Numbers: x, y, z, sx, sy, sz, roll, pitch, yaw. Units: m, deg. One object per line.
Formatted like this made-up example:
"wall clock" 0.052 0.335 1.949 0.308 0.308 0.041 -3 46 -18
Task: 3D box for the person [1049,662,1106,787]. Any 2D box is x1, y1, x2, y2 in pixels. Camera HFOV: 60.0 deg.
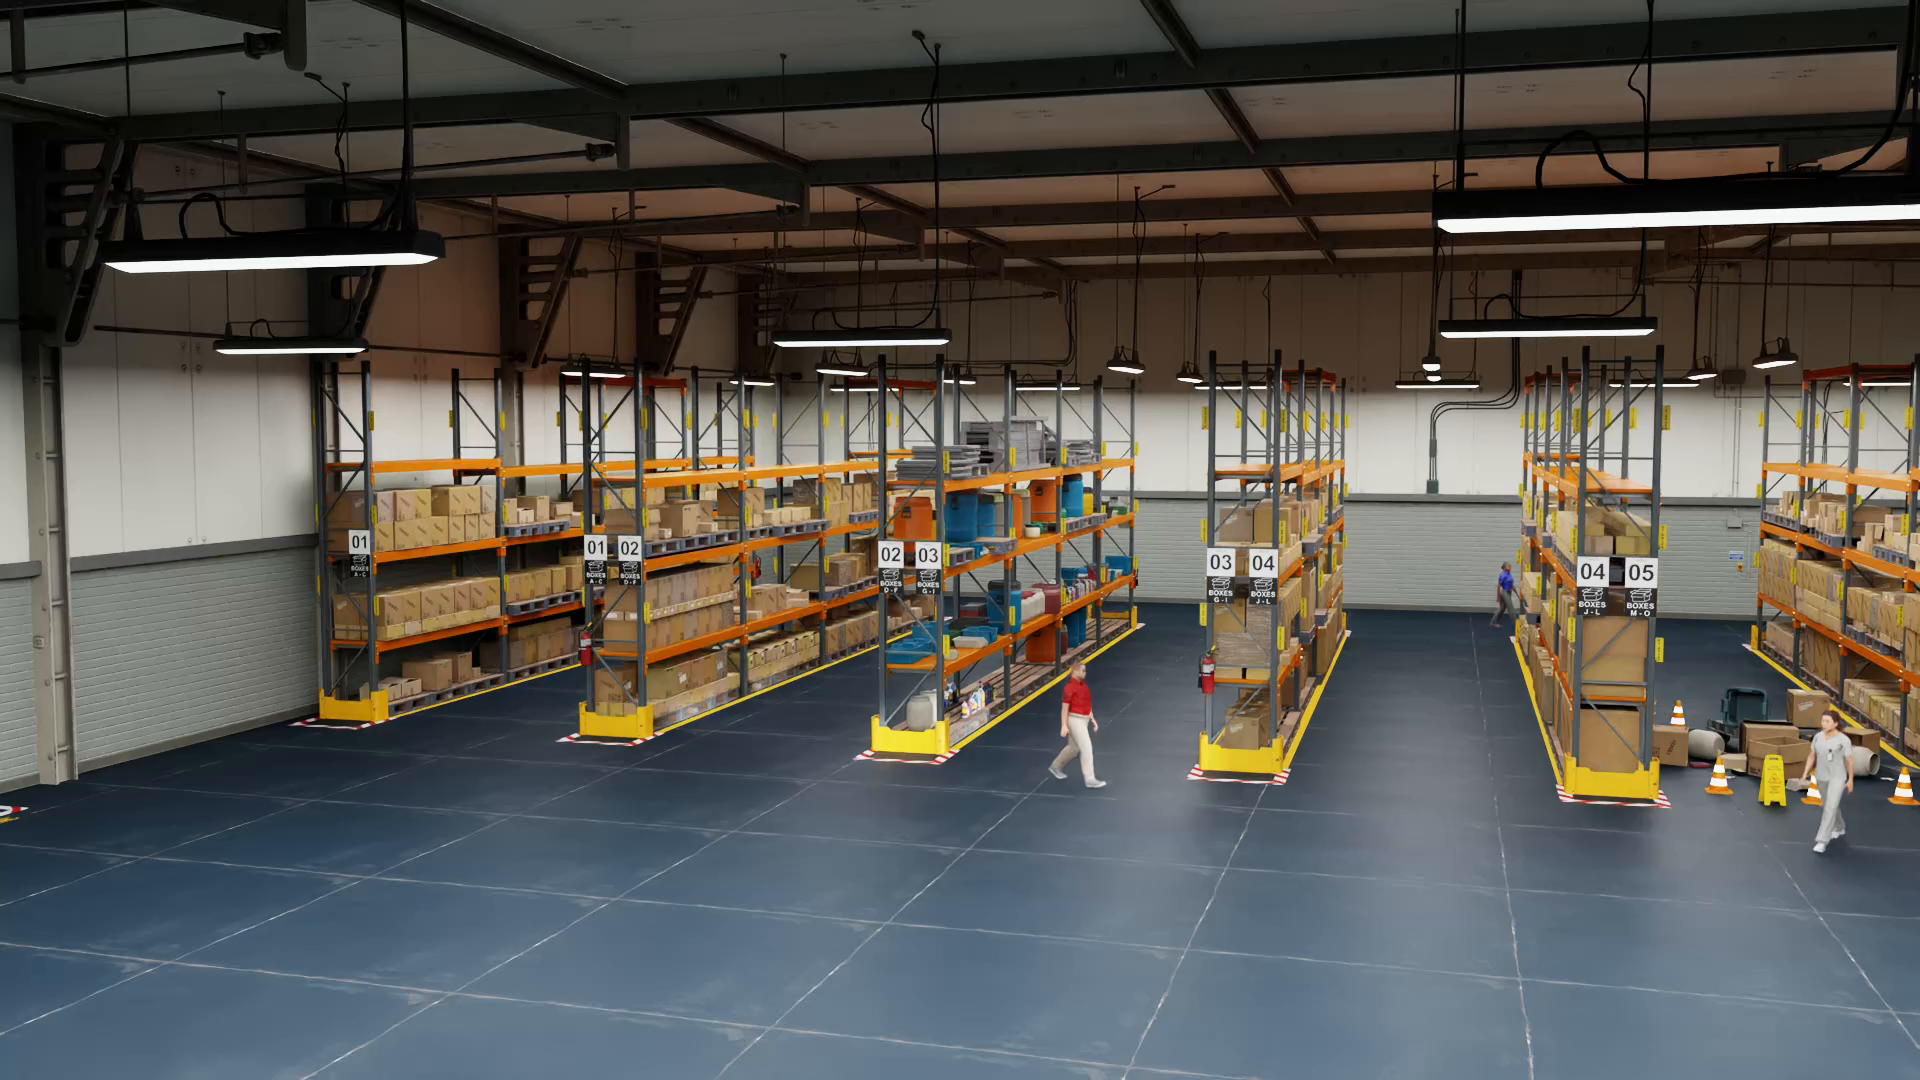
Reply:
"person" 1.627 2.524 22.958 0.948 1.690 0.563 2 4 21

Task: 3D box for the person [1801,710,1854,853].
"person" 10.167 2.781 19.454 1.097 1.601 0.503 -3 5 -39

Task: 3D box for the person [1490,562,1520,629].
"person" 13.204 1.323 39.941 0.942 1.605 0.471 4 5 41
